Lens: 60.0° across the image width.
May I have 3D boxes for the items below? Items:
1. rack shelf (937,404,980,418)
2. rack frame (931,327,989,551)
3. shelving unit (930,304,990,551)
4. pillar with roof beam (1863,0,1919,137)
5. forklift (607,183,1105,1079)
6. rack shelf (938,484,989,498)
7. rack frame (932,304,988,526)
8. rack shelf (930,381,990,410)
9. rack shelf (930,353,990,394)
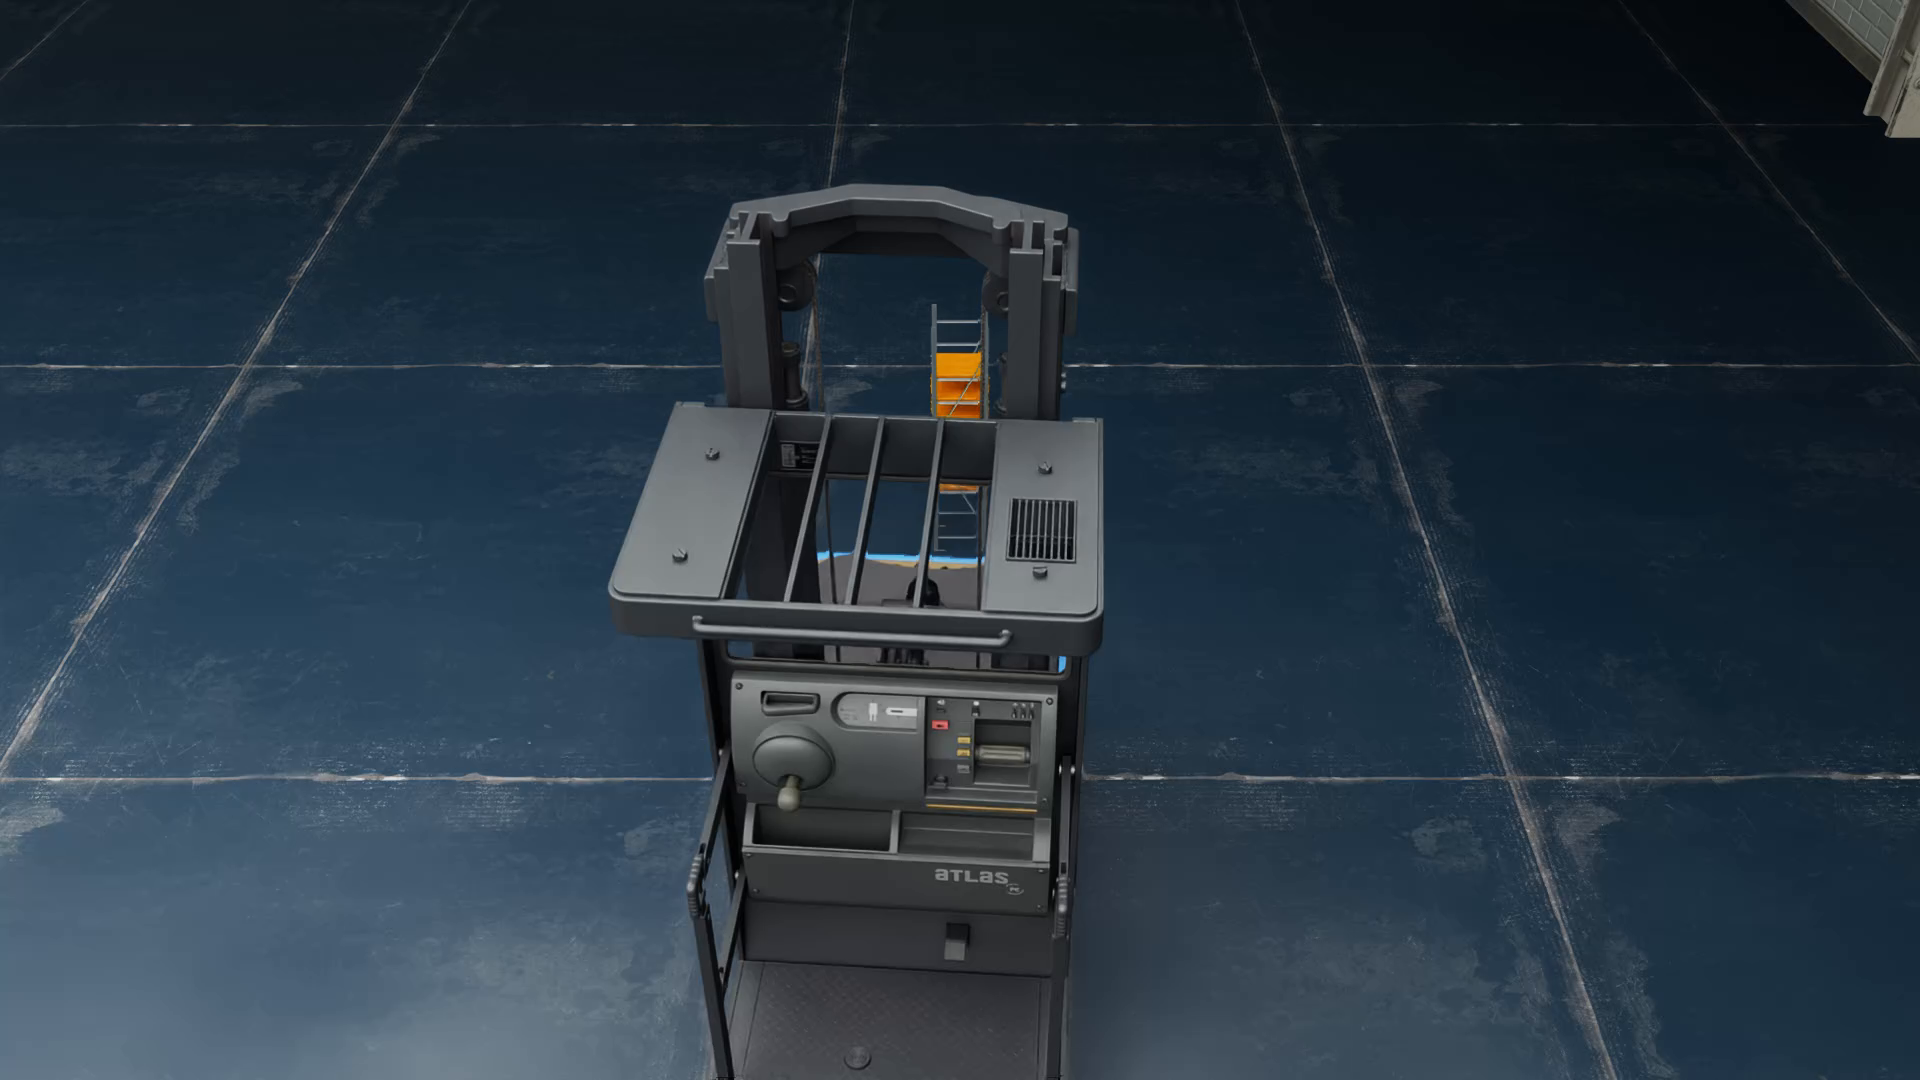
[{"bbox_3d":[0.000,-0.536,7.339,0.258,0.103,0.180,0,39,0],"label":"rack shelf"},{"bbox_3d":[0.000,-0.420,7.315,0.240,1.200,0.006,0,39,0],"label":"rack frame"},{"bbox_3d":[0.000,-0.477,7.386,0.258,1.200,0.189,0,39,0],"label":"shelving unit"},{"bbox_3d":[2.045,-6.322,8.443,9.100,9.000,0.400,0,39,0],"label":"pillar with roof beam"},{"bbox_3d":[-0.202,0.664,4.578,1.130,2.935,3.031,2,39,3],"label":"forklift"},{"bbox_3d":[0.000,-0.255,7.564,0.258,0.103,0.180,0,39,0],"label":"rack shelf"},{"bbox_3d":[0.000,-0.534,7.457,0.240,1.200,0.006,0,39,0],"label":"rack frame"},{"bbox_3d":[0.000,-0.630,7.264,0.258,0.103,0.180,0,39,0],"label":"rack shelf"},{"bbox_3d":[0.000,-0.724,7.189,0.258,0.103,0.180,0,39,0],"label":"rack shelf"}]
